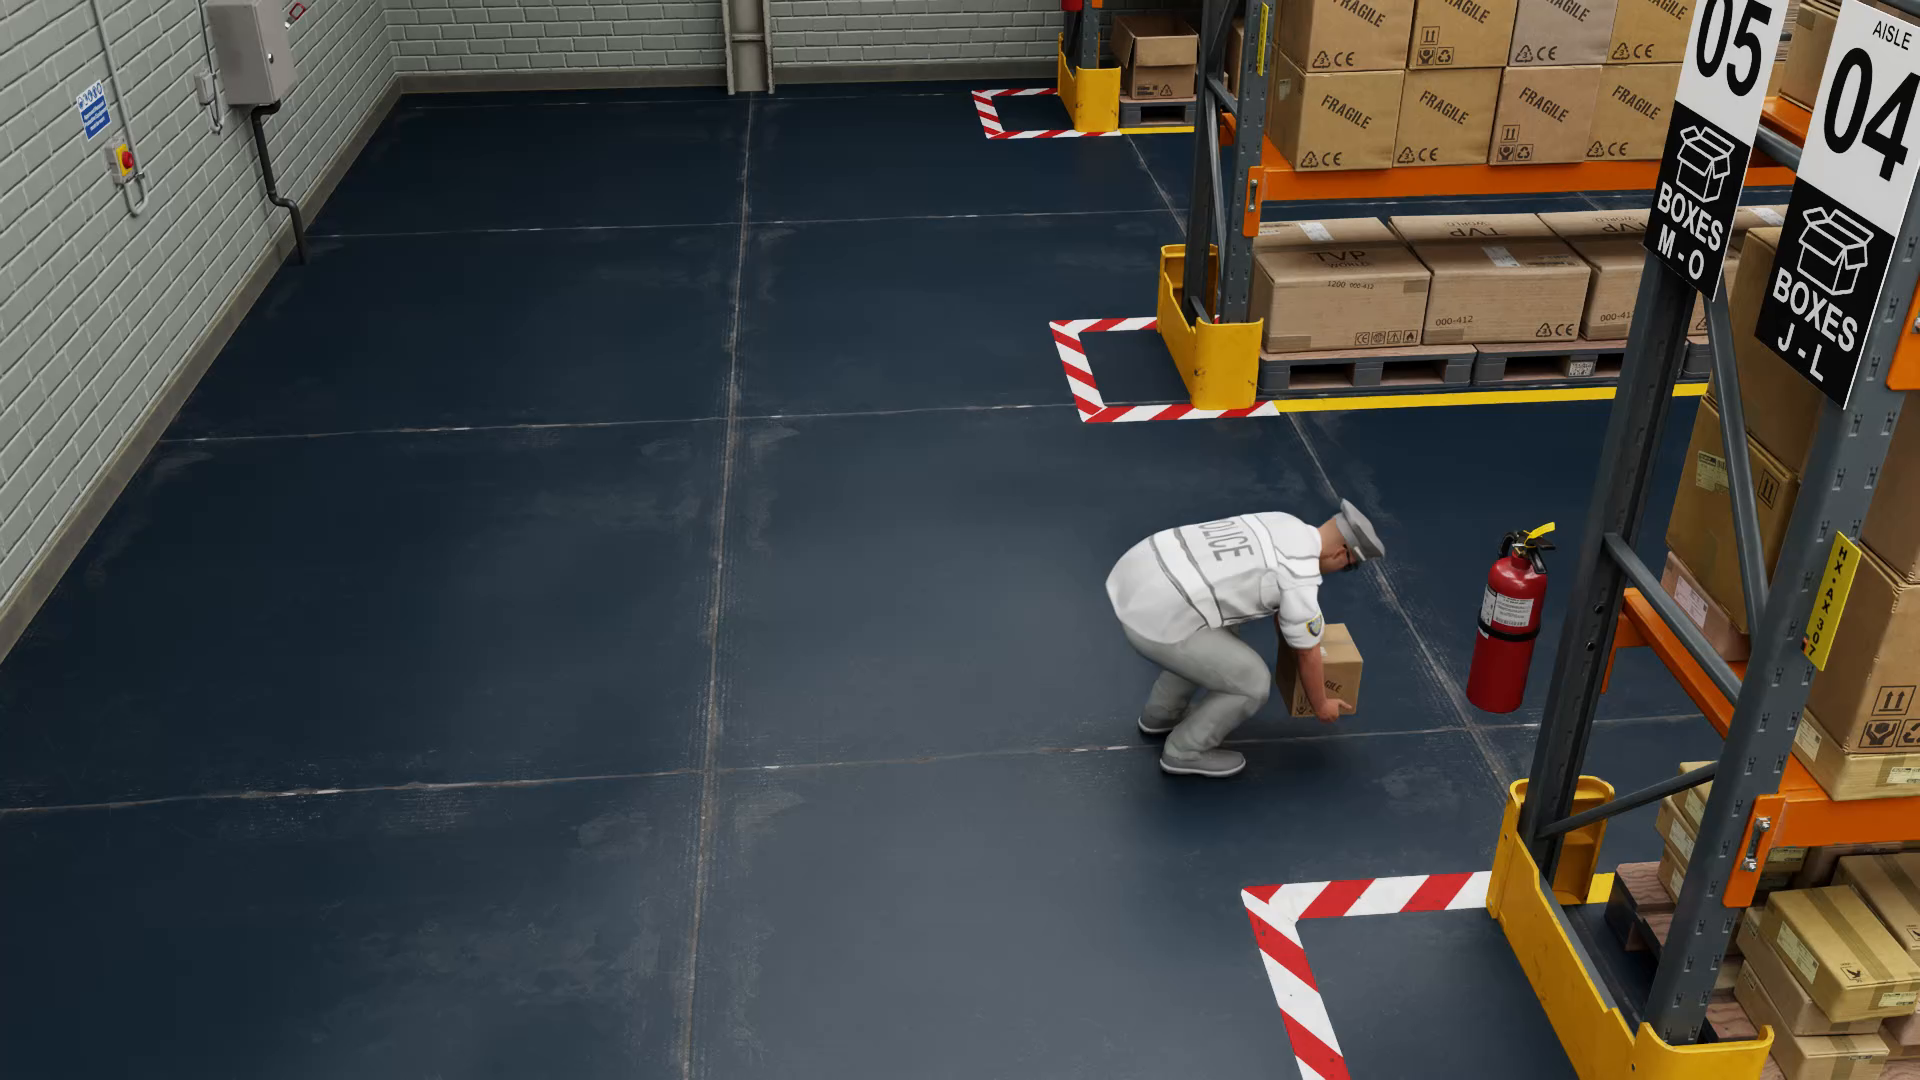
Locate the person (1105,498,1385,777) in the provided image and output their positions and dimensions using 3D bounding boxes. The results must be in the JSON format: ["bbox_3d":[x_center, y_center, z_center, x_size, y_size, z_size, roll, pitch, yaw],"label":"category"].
[{"bbox_3d":[1.055,0.355,6.235,1.027,1.035,0.535,-4,31,-7],"label":"person"}]
